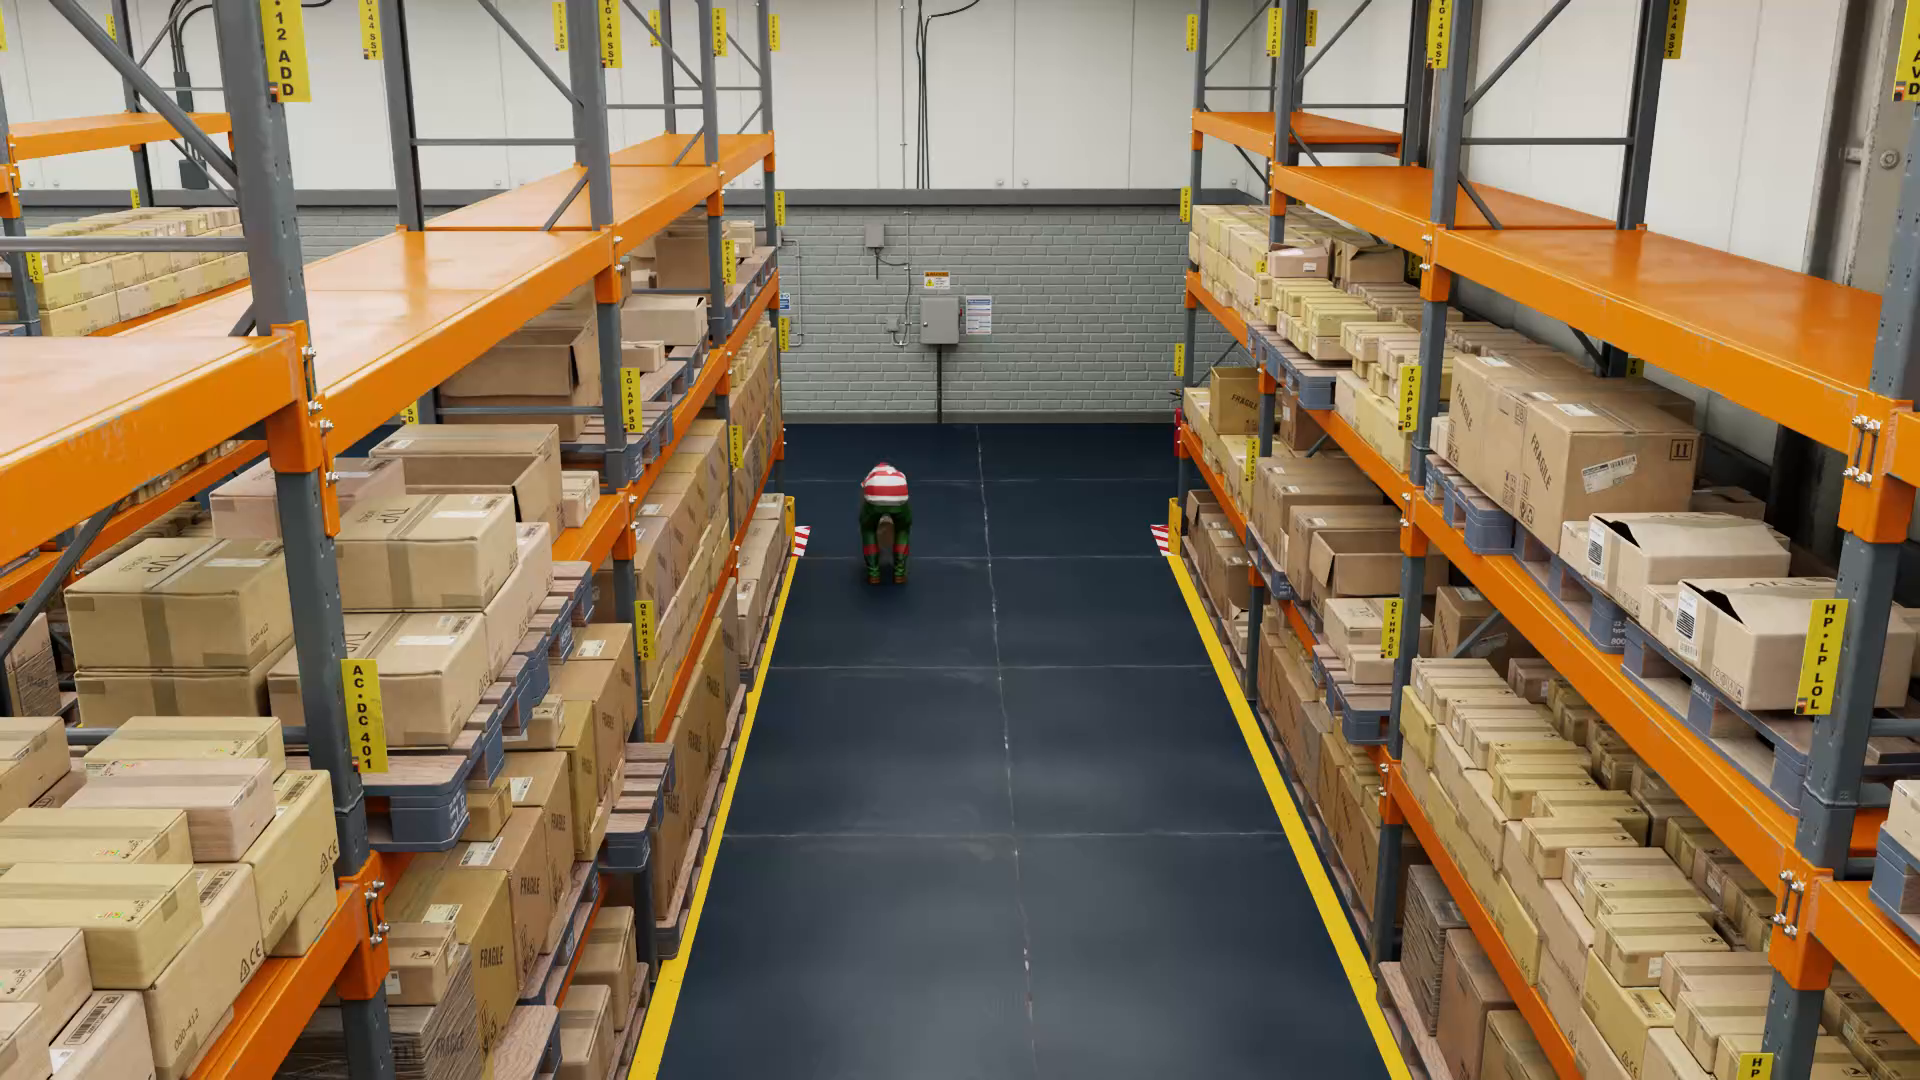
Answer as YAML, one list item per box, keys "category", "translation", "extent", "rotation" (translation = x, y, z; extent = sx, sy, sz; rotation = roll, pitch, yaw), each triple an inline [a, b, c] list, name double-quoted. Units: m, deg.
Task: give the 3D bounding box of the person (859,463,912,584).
- category: "person"
  translation: [-0.721, -0.198, 15.945]
  extent: [0.511, 1.083, 0.965]
  rotation: [-1, 17, -5]
